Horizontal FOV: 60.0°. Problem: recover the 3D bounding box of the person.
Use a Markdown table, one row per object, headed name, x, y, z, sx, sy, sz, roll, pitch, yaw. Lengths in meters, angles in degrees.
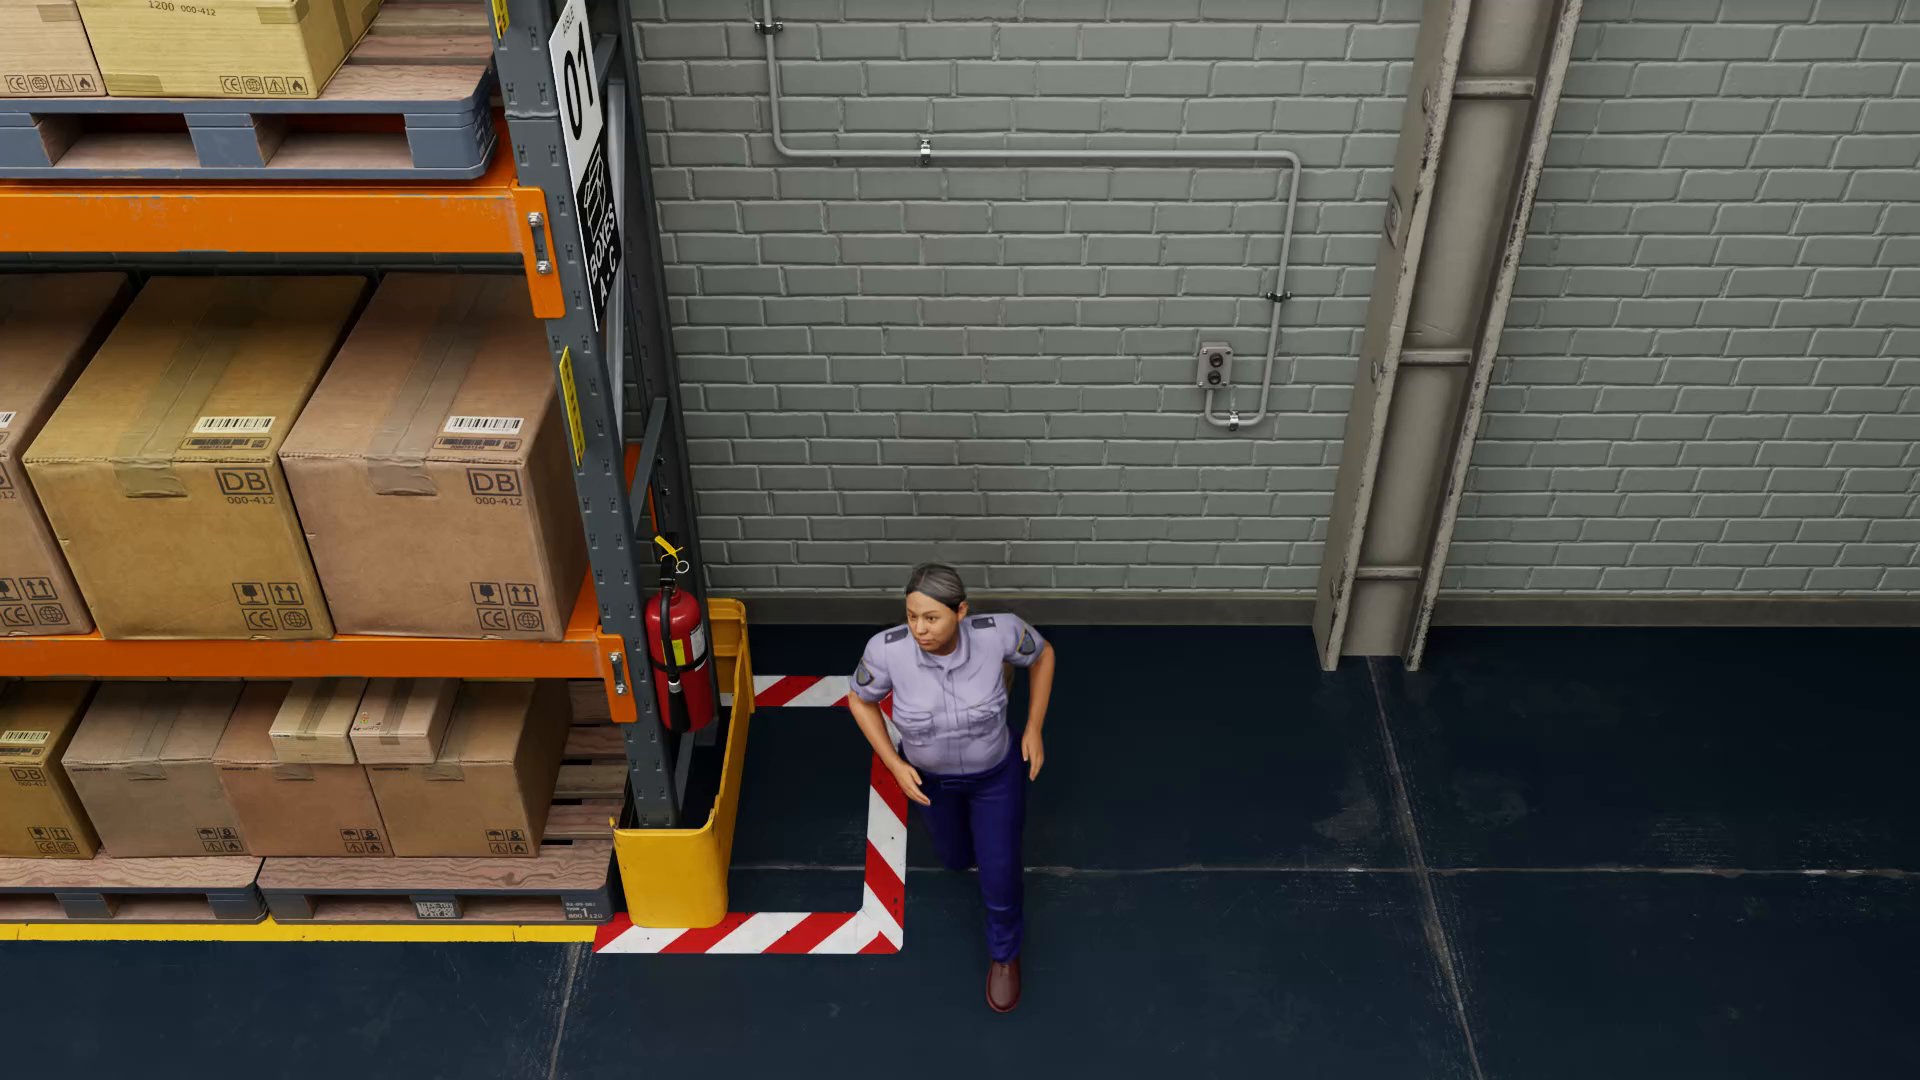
| name | x | y | z | sx | sy | sz | roll | pitch | yaw |
| --- | --- | --- | --- | --- | --- | --- | --- | --- | --- |
| person | -0.030 | 0.716 | 5.318 | 0.636 | 1.651 | 0.721 | 3 | 40 | 4 |
